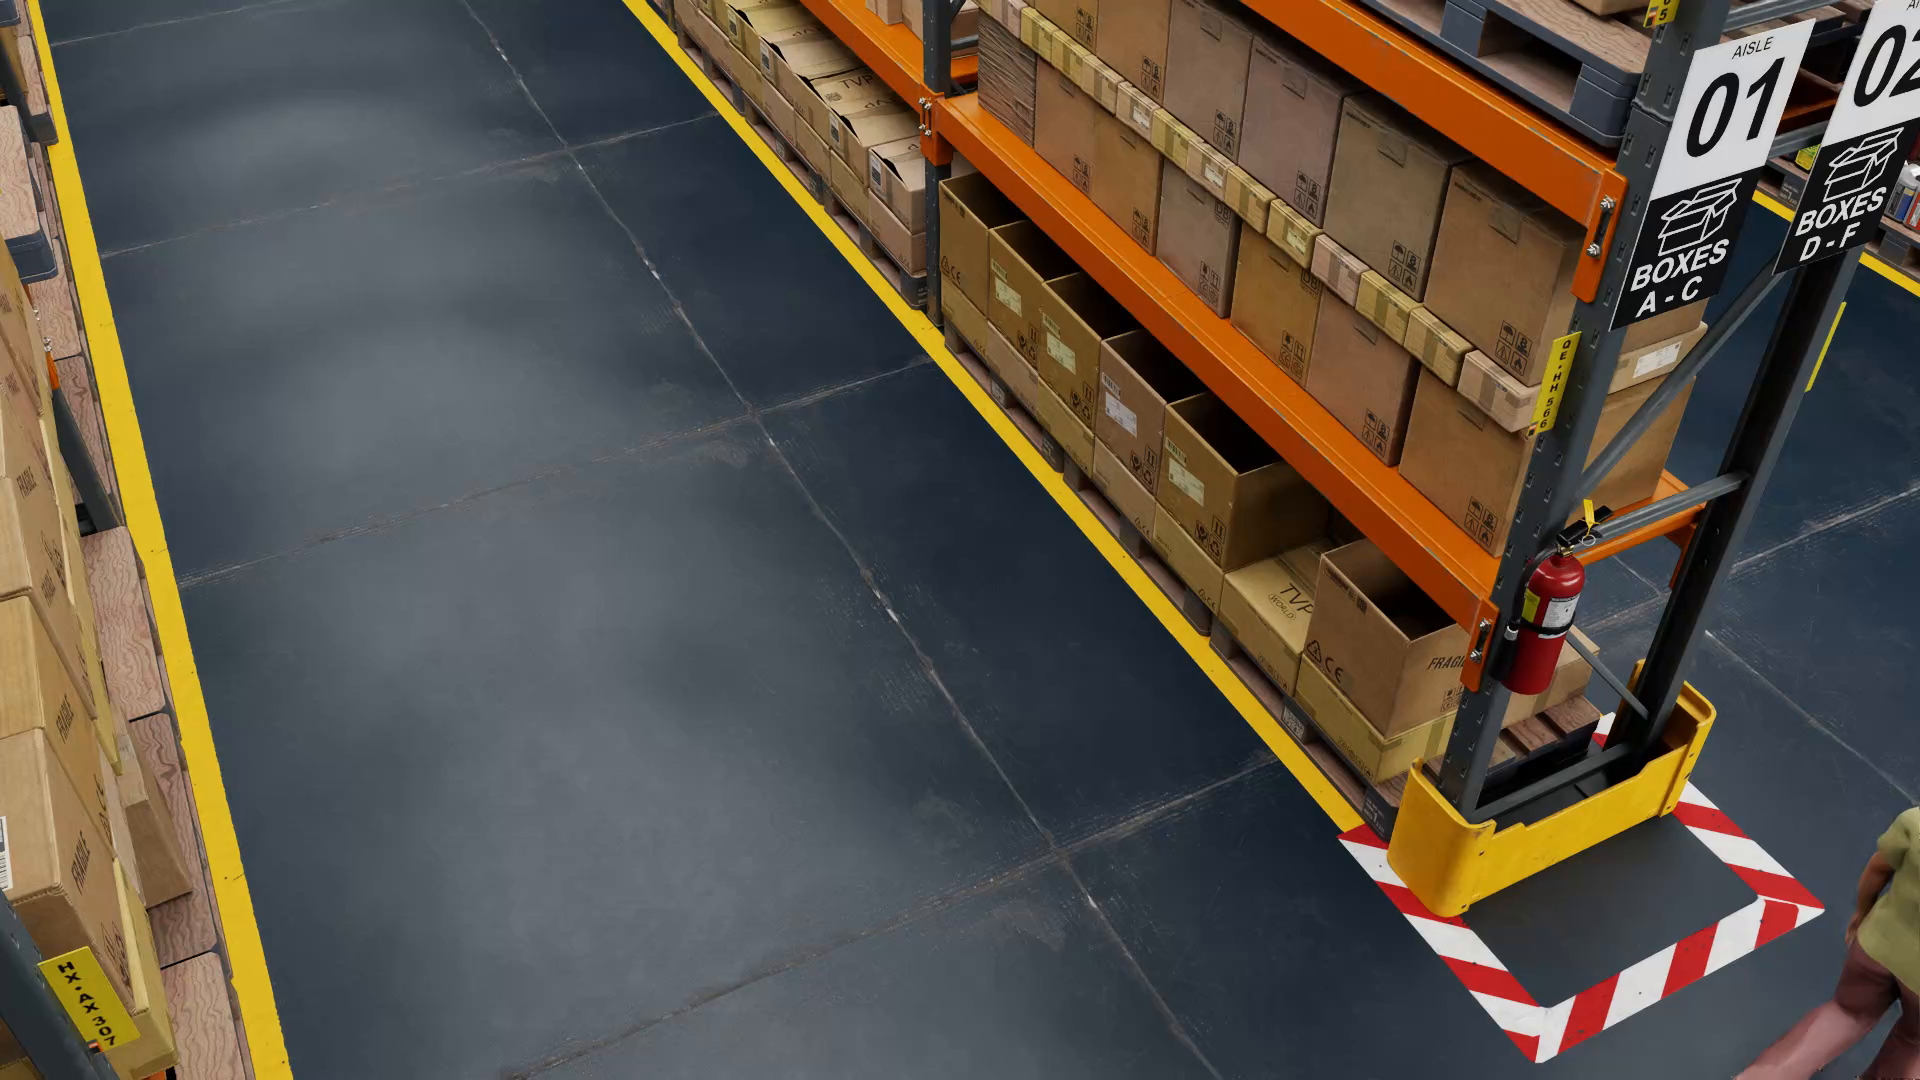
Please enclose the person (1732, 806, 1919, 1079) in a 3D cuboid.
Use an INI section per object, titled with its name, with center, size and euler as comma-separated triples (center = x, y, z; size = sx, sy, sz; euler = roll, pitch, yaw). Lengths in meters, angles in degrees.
[person]
center = 2.704, 1.232, 4.761
size = 0.797, 1.642, 0.477
euler = -20, 45, -21
